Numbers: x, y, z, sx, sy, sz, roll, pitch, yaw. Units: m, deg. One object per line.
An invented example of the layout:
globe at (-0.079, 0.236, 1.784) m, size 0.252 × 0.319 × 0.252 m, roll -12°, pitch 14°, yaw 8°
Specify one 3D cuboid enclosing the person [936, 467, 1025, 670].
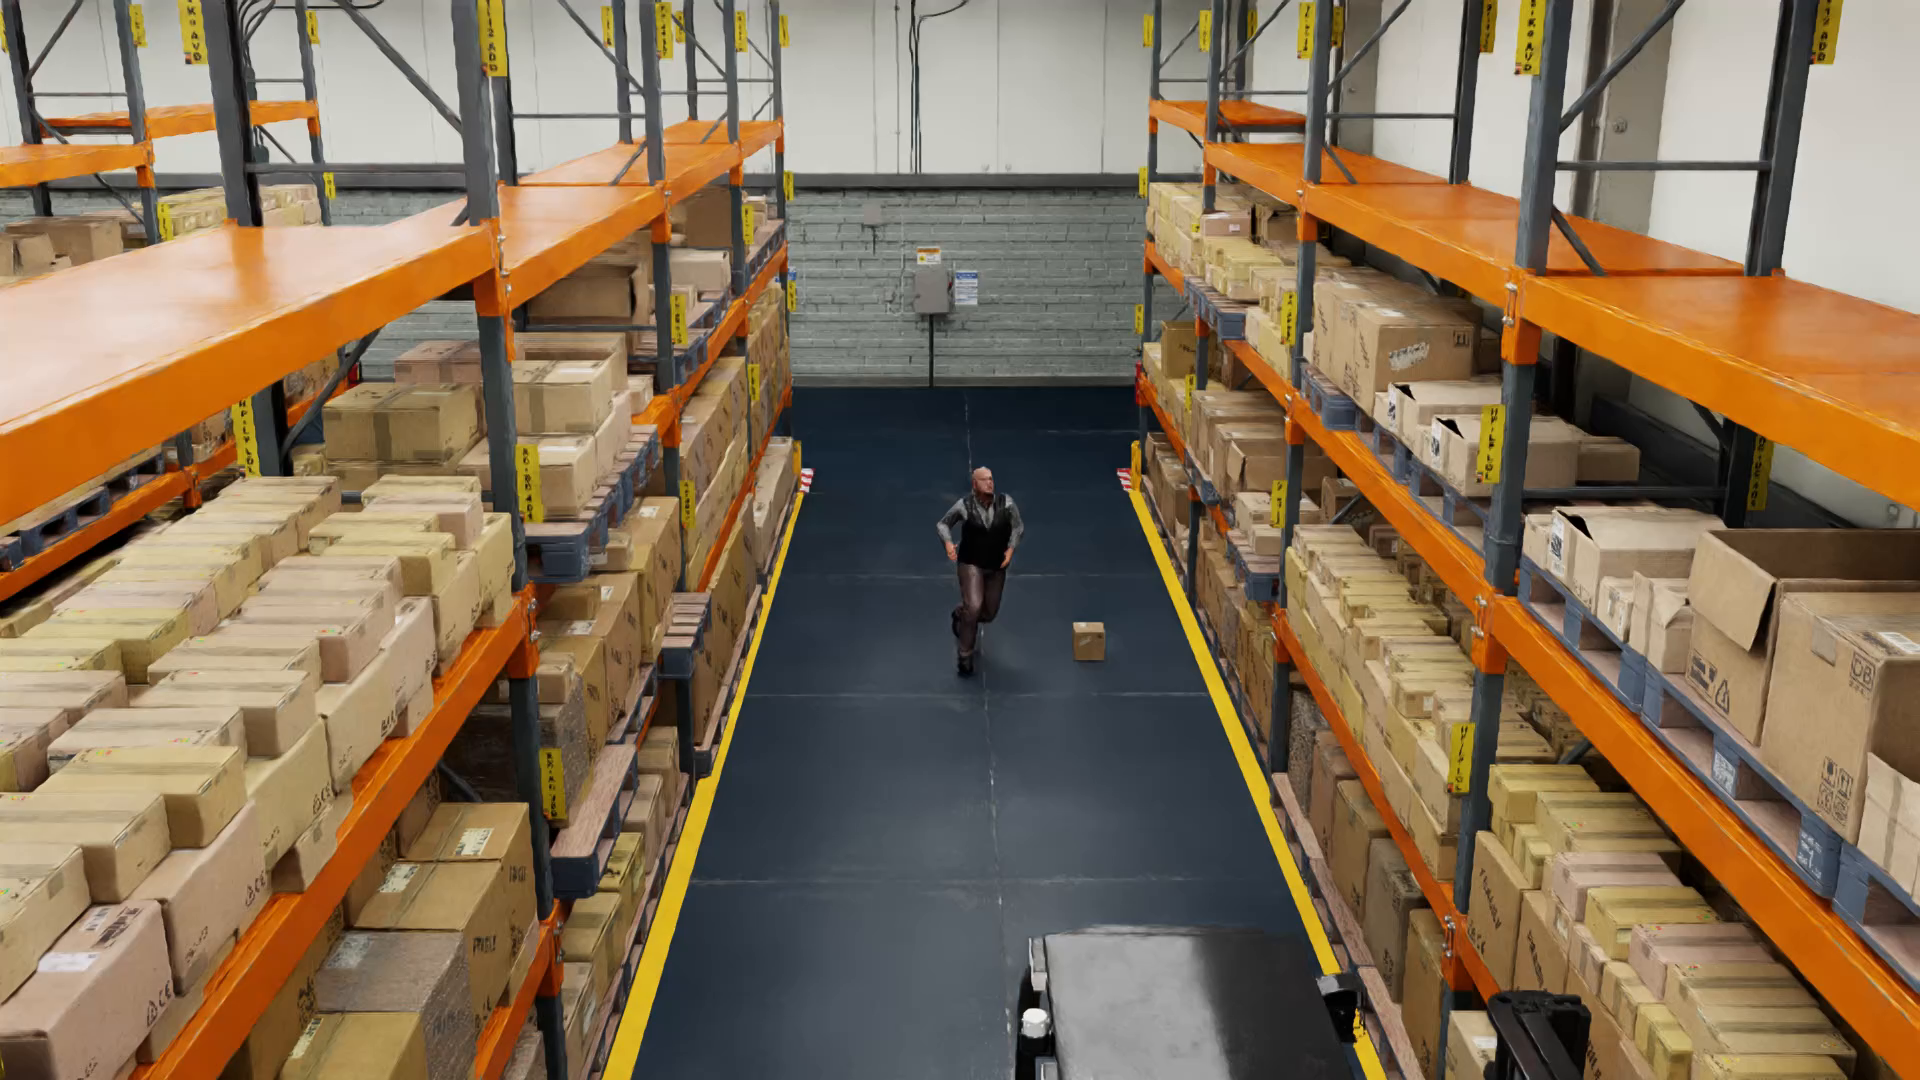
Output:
person at (0.183, 0.188, 13.758) m, size 0.729 × 1.603 × 0.983 m, roll -7°, pitch 18°, yaw -20°
